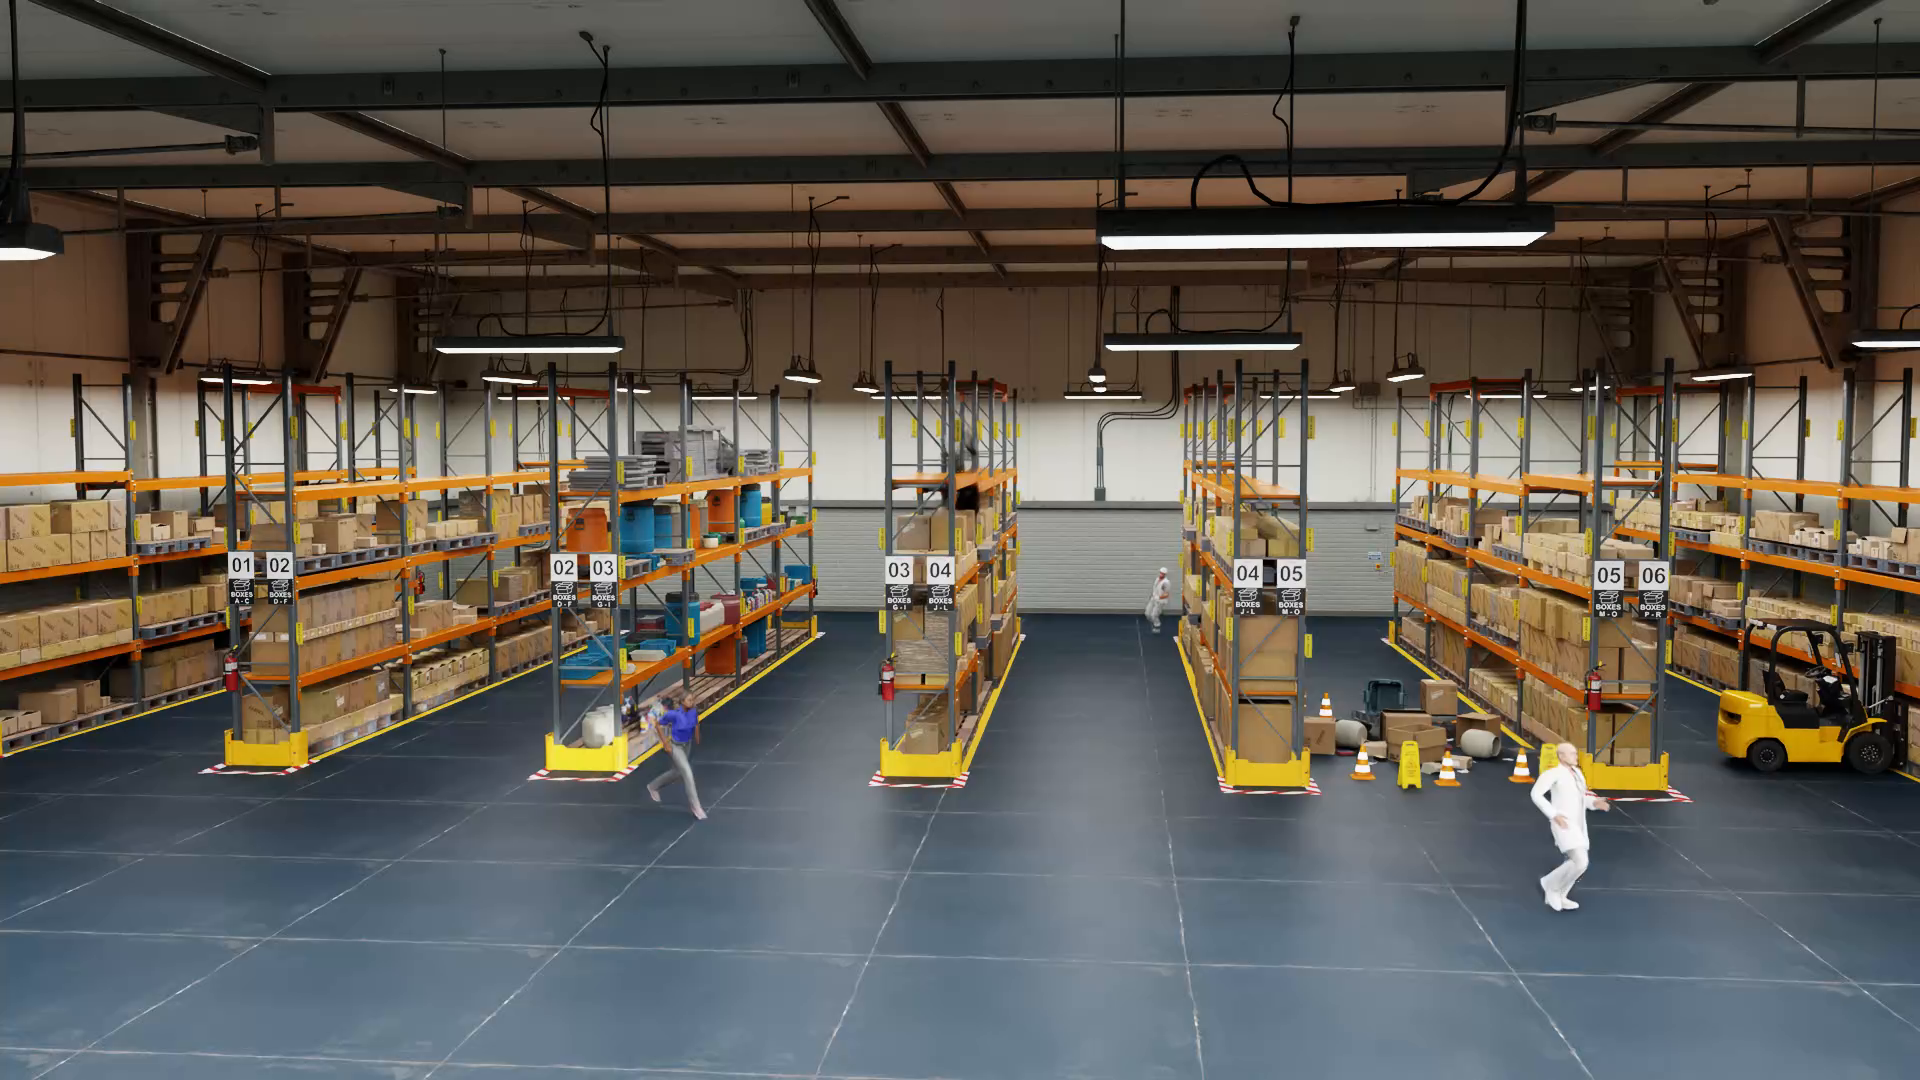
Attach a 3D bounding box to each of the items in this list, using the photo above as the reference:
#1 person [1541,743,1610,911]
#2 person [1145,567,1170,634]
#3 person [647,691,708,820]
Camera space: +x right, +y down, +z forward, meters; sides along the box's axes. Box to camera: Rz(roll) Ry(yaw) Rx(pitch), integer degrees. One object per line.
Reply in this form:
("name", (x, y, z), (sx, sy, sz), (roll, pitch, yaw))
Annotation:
("person", (6.366, 2.989, 17.251), (0.659, 1.744, 0.641), (-3, 5, -41))
("person", (4.800, 1.482, 40.619), (0.514, 1.677, 0.872), (-2, 4, -31))
("person", (-3.703, 2.772, 21.701), (1.063, 1.655, 0.581), (2, 4, 32))
